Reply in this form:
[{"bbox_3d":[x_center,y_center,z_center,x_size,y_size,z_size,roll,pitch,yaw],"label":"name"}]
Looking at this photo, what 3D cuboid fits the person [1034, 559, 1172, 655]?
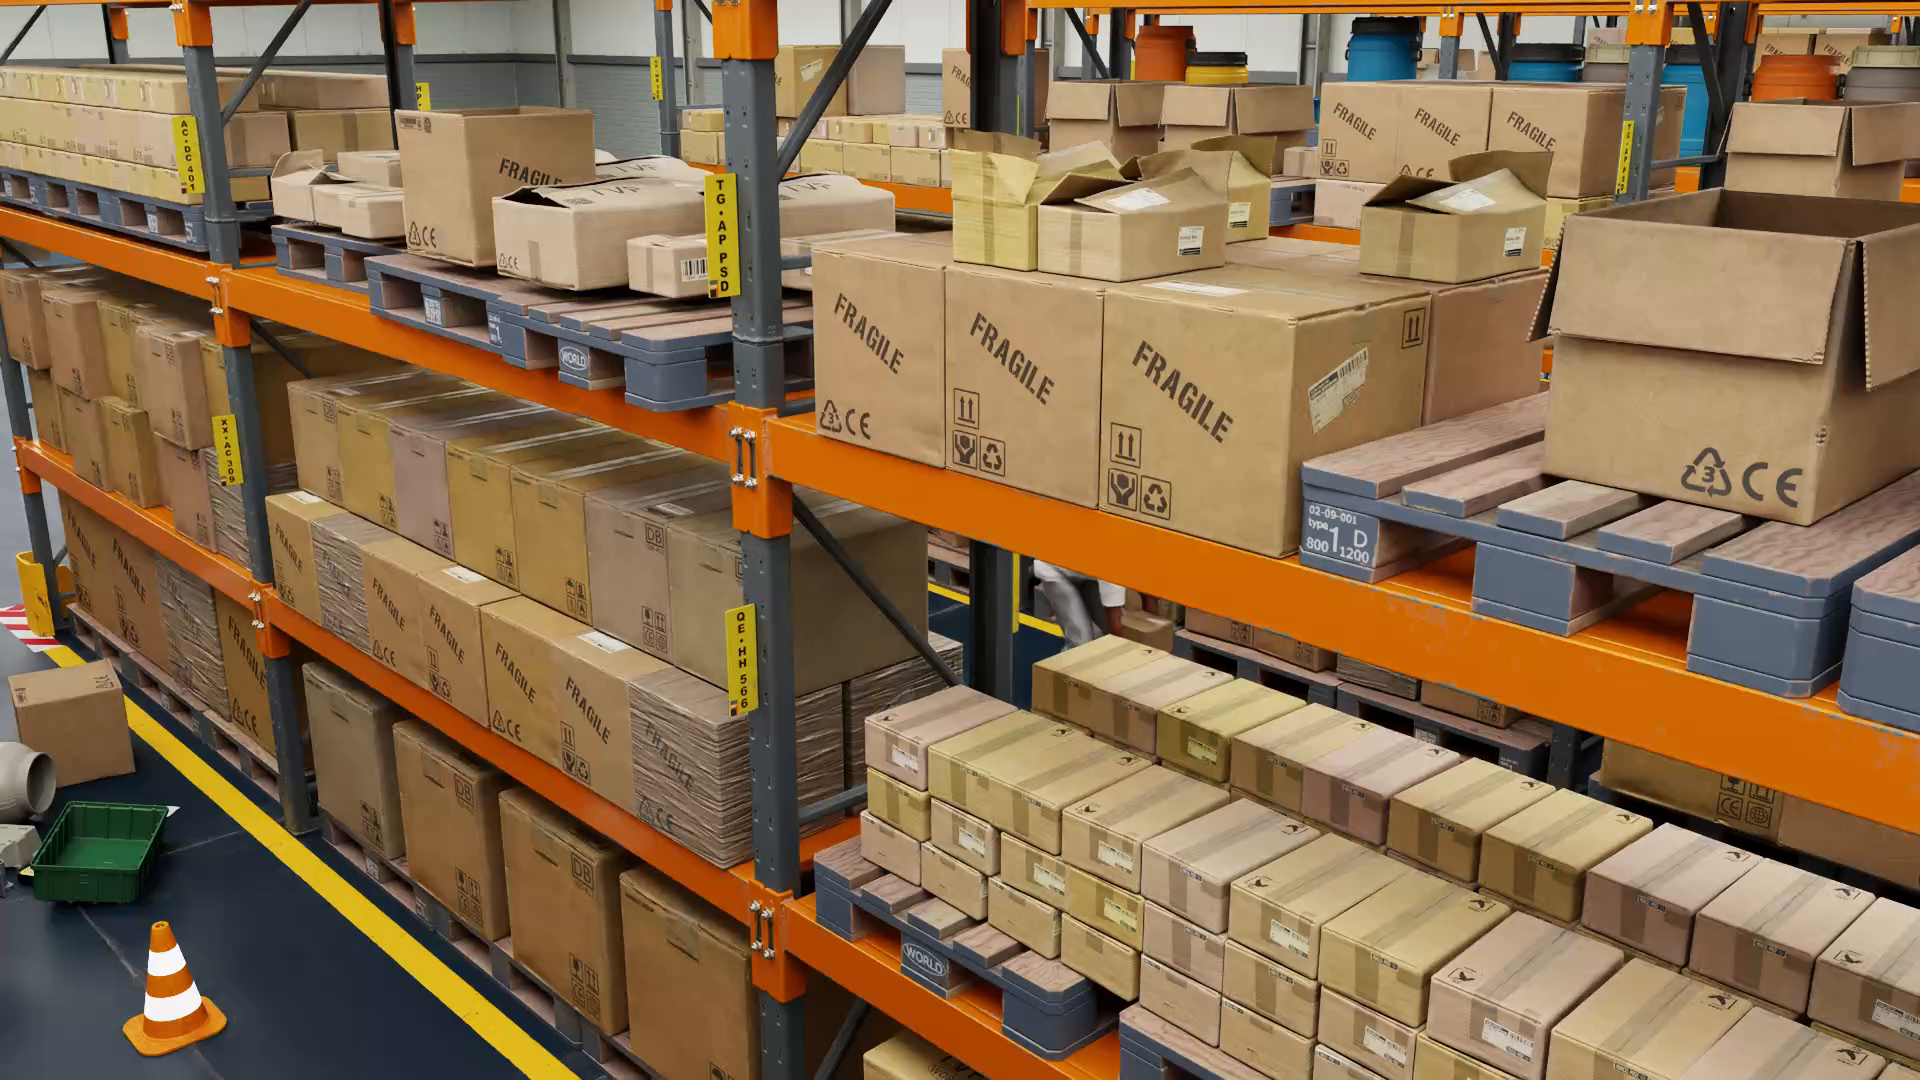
[{"bbox_3d":[0.870,0.422,9.497,0.939,1.258,0.497,14,22,38],"label":"person"}]
